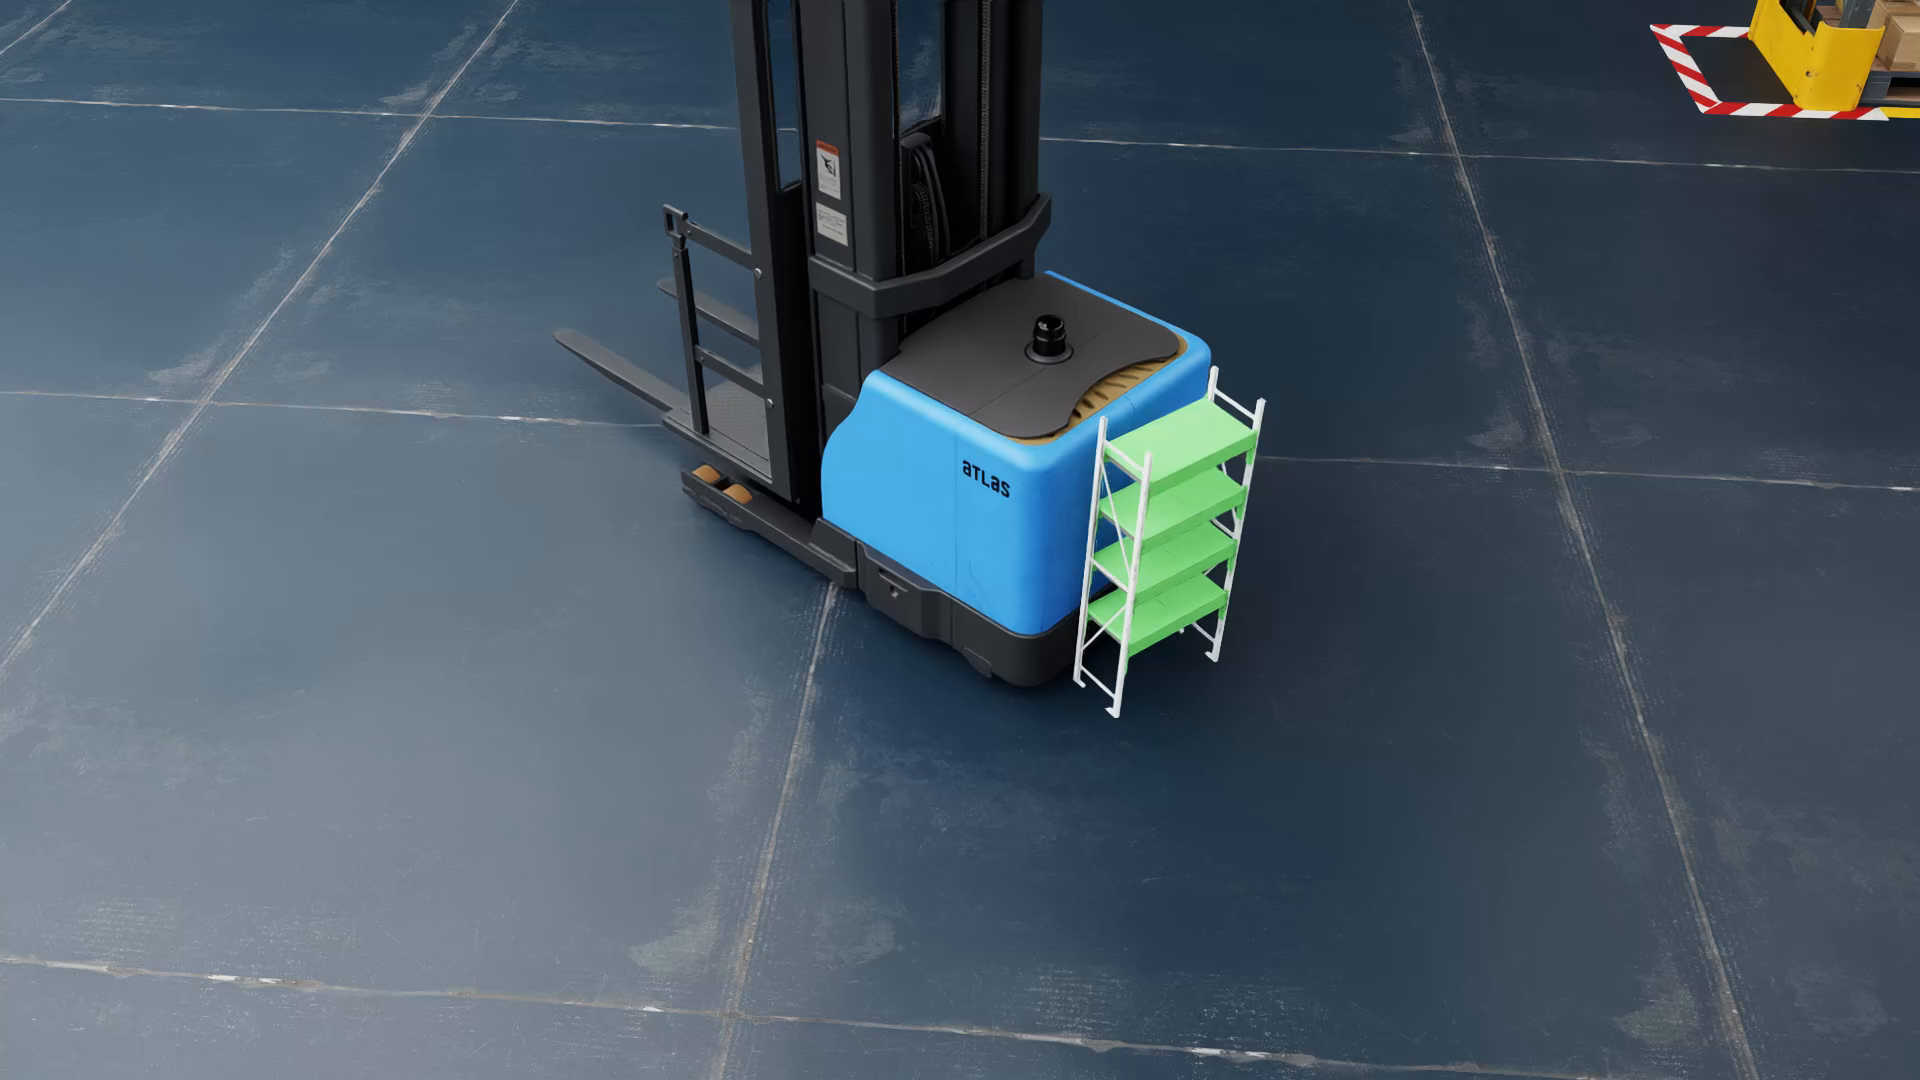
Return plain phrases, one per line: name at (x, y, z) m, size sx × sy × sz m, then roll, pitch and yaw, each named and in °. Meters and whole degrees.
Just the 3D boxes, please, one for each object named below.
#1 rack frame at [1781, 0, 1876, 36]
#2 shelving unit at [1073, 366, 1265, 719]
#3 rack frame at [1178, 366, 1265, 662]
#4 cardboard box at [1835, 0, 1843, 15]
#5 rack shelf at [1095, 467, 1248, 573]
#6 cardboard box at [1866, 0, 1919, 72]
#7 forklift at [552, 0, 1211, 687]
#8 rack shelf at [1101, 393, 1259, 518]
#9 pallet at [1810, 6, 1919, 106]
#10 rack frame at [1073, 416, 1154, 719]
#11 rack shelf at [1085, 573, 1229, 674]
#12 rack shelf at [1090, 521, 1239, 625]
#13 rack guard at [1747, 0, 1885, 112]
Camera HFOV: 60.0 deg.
rack frame at (5.241, -4.079, 9.386) m, size 0.127 × 3.000 × 1.000 m, roll 3°, pitch 39°, yaw 4°
shelving unit at (0.704, 0.030, 5.754) m, size 0.503 × 1.200 × 0.258 m, roll -25°, pitch 48°, yaw -28°
rack frame at (0.899, -0.063, 5.868) m, size 0.015 × 1.200 × 0.240 m, roll -25°, pitch 48°, yaw -28°
cardboard box at (5.801, -3.332, 10.313) m, size 0.500 × 0.250 × 0.500 m, roll 3°, pitch 39°, yaw 4°
rack shelf at (0.709, -0.103, 5.638) m, size 0.480 × 0.148 × 0.258 m, roll -25°, pitch 48°, yaw -28°
cardboard box at (5.756, -3.007, 9.913) m, size 0.500 × 0.250 × 0.500 m, roll 3°, pitch 39°, yaw 4°
forklift at (-0.514, -1.413, 6.164) m, size 3.031 × 2.935 × 1.130 m, roll 30°, pitch 48°, yaw 32°
rack shelf at (0.715, -0.283, 5.480) m, size 0.480 × 0.148 × 0.258 m, roll -25°, pitch 48°, yaw -28°
pallet at (6.006, -2.983, 10.247) m, size 1.213 × 0.211 × 1.003 m, roll 3°, pitch 39°, yaw 4°
rack frame at (0.509, 0.122, 5.640) m, size 0.015 × 1.200 × 0.240 m, roll -25°, pitch 48°, yaw -28°
rack shelf at (0.696, 0.258, 5.954) m, size 0.480 × 0.148 × 0.258 m, roll -25°, pitch 48°, yaw -28°
rack shelf at (0.703, 0.078, 5.796) m, size 0.480 × 0.148 × 0.258 m, roll -25°, pitch 48°, yaw -28°
rack guard at (5.217, -3.111, 10.176) m, size 0.348 × 0.500 × 1.175 m, roll 3°, pitch 39°, yaw 4°
